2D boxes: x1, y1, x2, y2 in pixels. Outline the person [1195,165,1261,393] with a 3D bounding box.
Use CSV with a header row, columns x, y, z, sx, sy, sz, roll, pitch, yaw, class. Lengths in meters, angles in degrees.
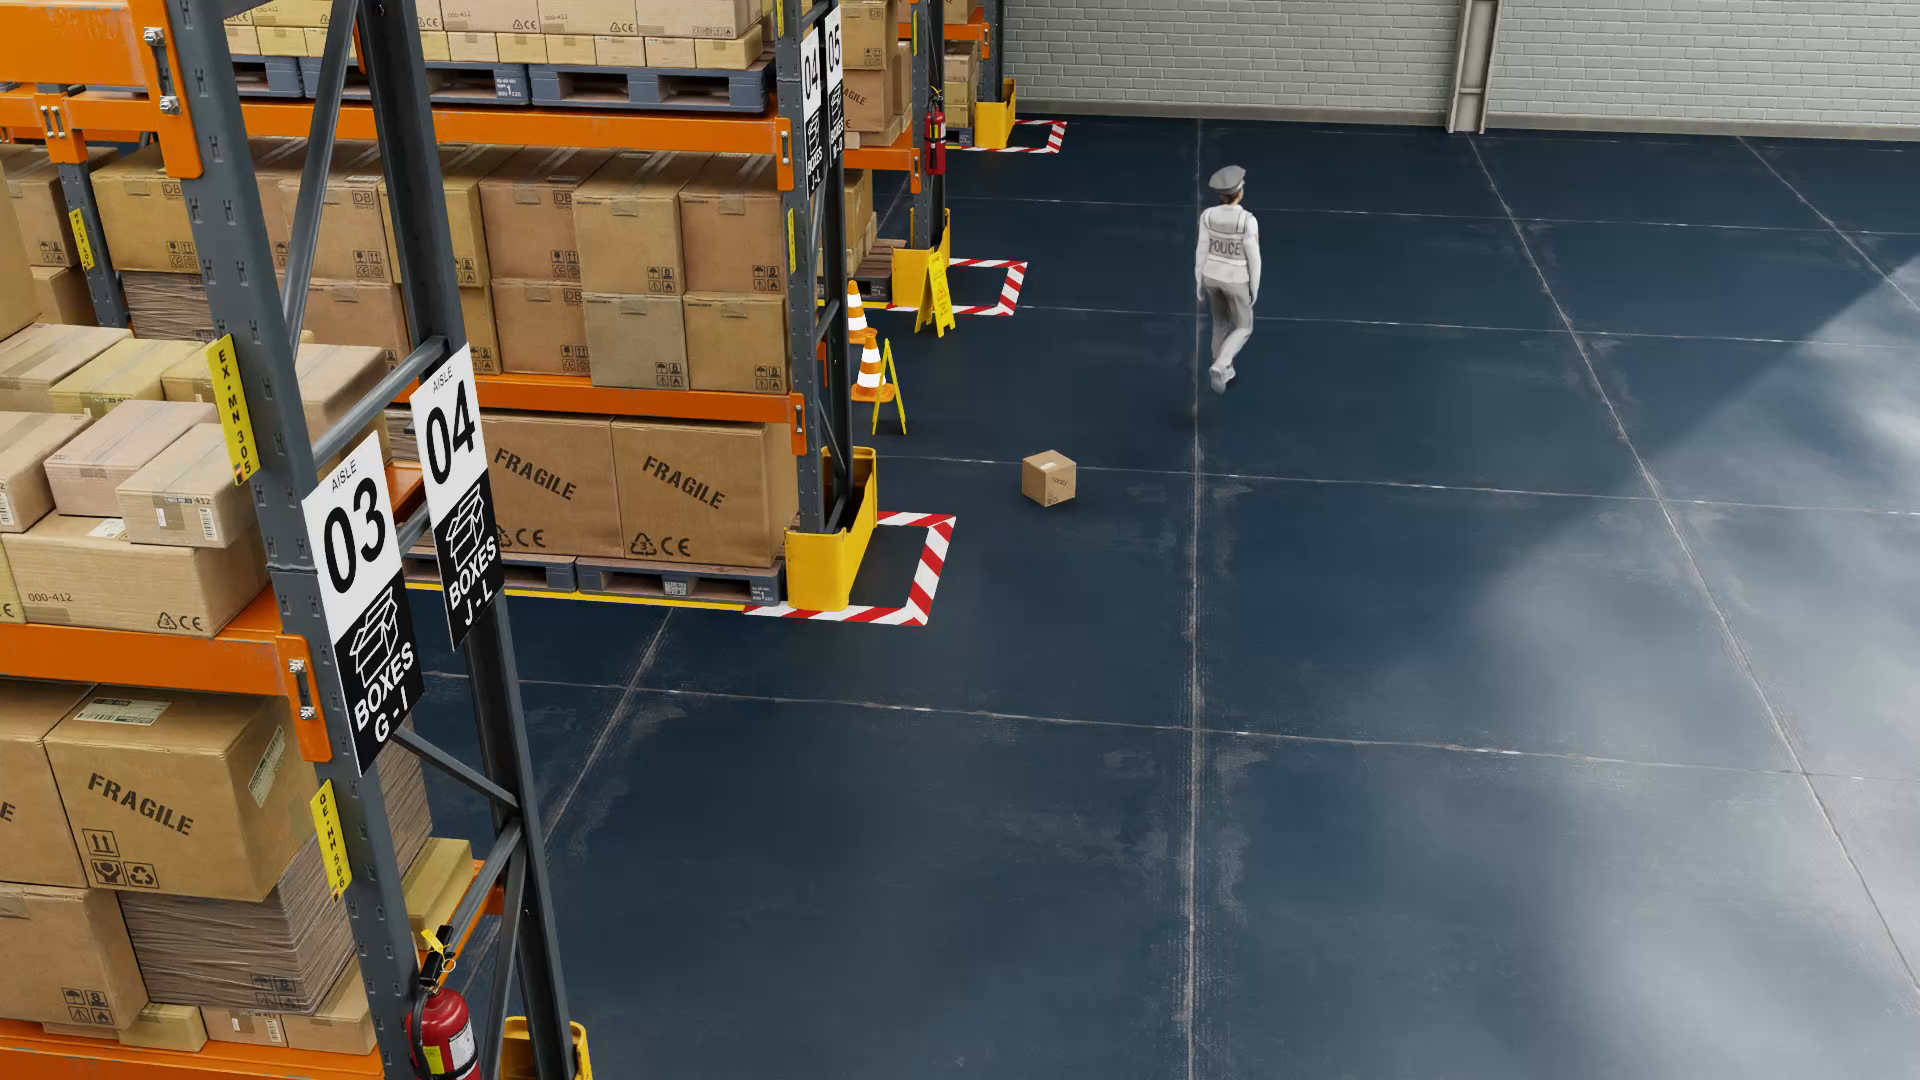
x,y,z,sx,sy,sz,roll,pitch,yaw,class
1.919,-1.859,11.980,0.489,1.667,0.672,17,33,29,person
